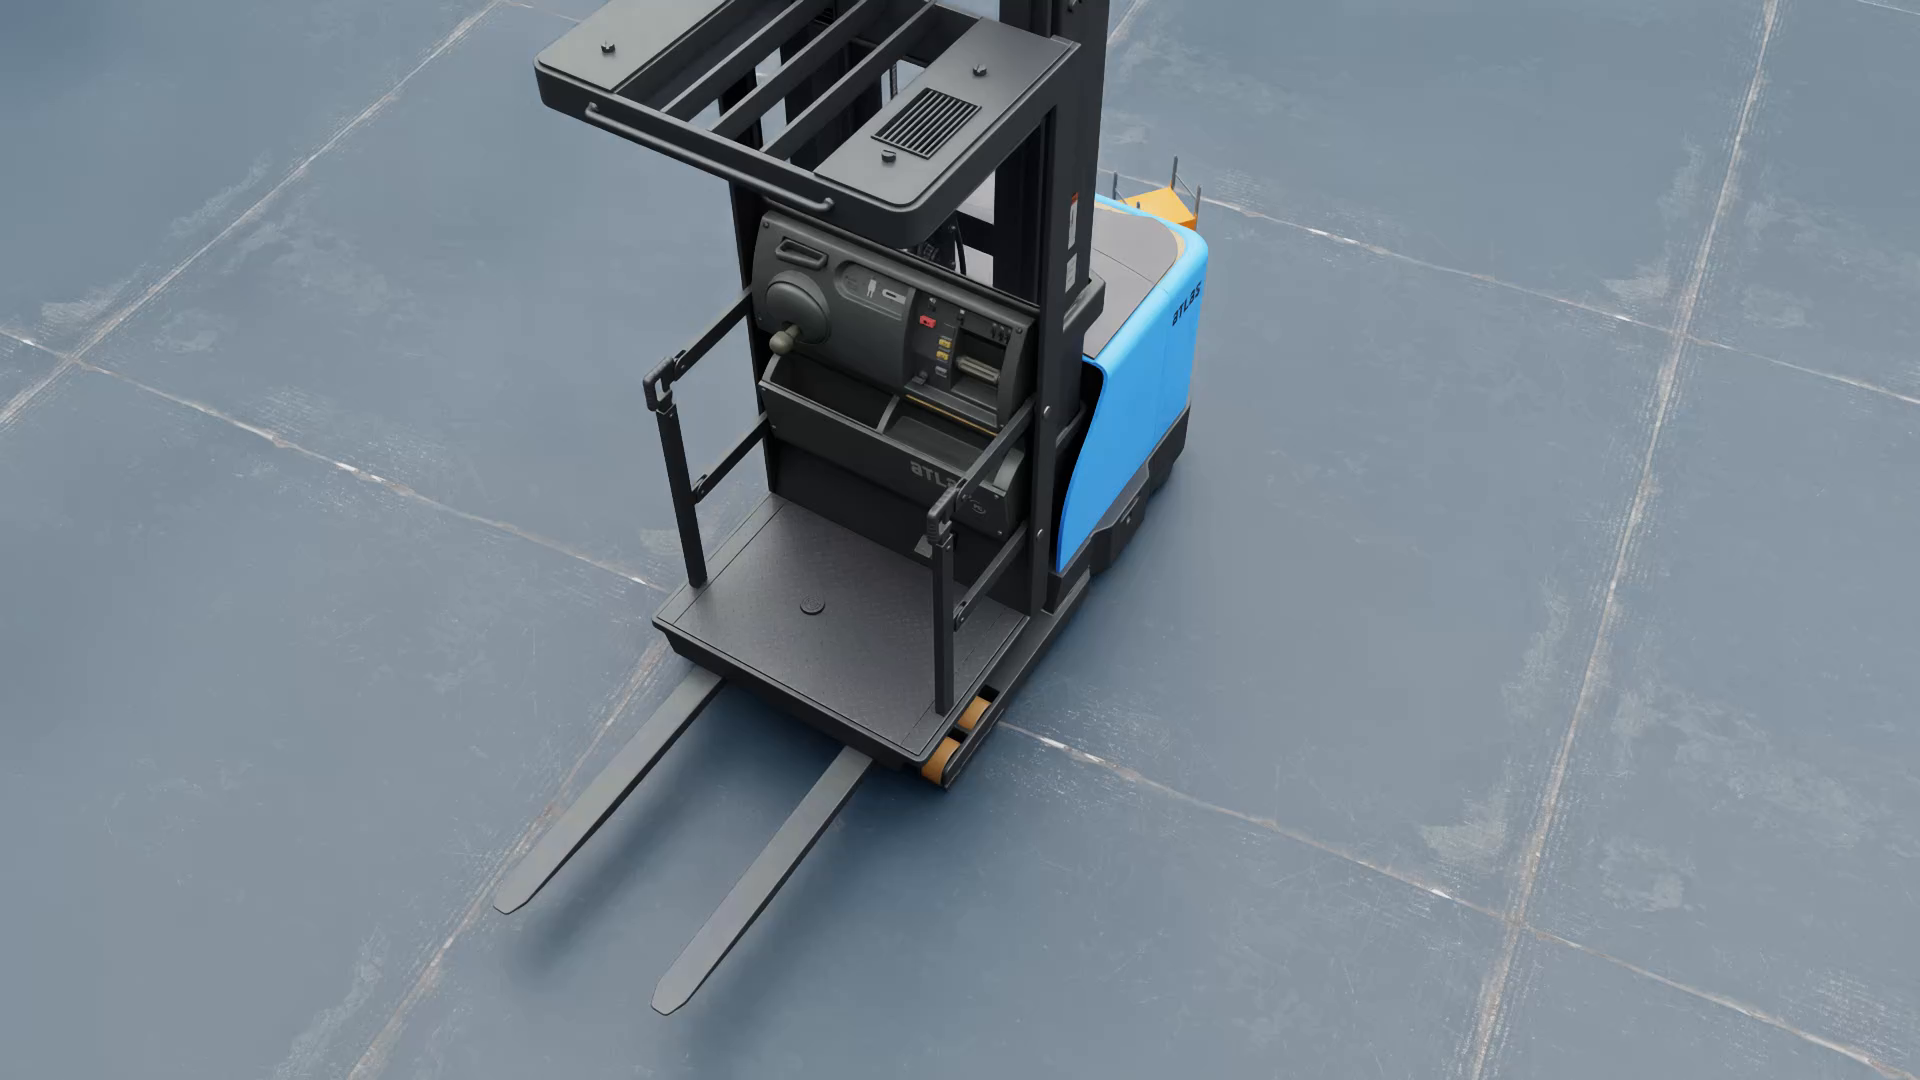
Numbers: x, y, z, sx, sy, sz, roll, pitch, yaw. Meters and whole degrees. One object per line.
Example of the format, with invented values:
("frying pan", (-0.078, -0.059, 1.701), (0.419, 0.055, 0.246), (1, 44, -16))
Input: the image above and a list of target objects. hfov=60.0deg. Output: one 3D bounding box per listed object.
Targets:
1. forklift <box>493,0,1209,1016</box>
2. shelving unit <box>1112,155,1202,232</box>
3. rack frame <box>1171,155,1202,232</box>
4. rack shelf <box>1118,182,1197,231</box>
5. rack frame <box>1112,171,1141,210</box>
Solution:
("forklift", (-0.330, -0.546, 4.790), (1.130, 2.935, 3.031), (25, 54, 20))
("shelving unit", (0.711, -0.957, 6.375), (0.252, 1.050, 0.215), (-18, 52, -14))
("rack frame", (0.823, -0.993, 6.405), (0.008, 1.050, 0.200), (-18, 52, -14))
("rack shelf", (0.711, -1.134, 6.167), (0.240, 0.259, 0.215), (-18, 52, -14))
("rack frame", (0.598, -0.922, 6.345), (0.008, 1.050, 0.200), (-18, 52, -14))
